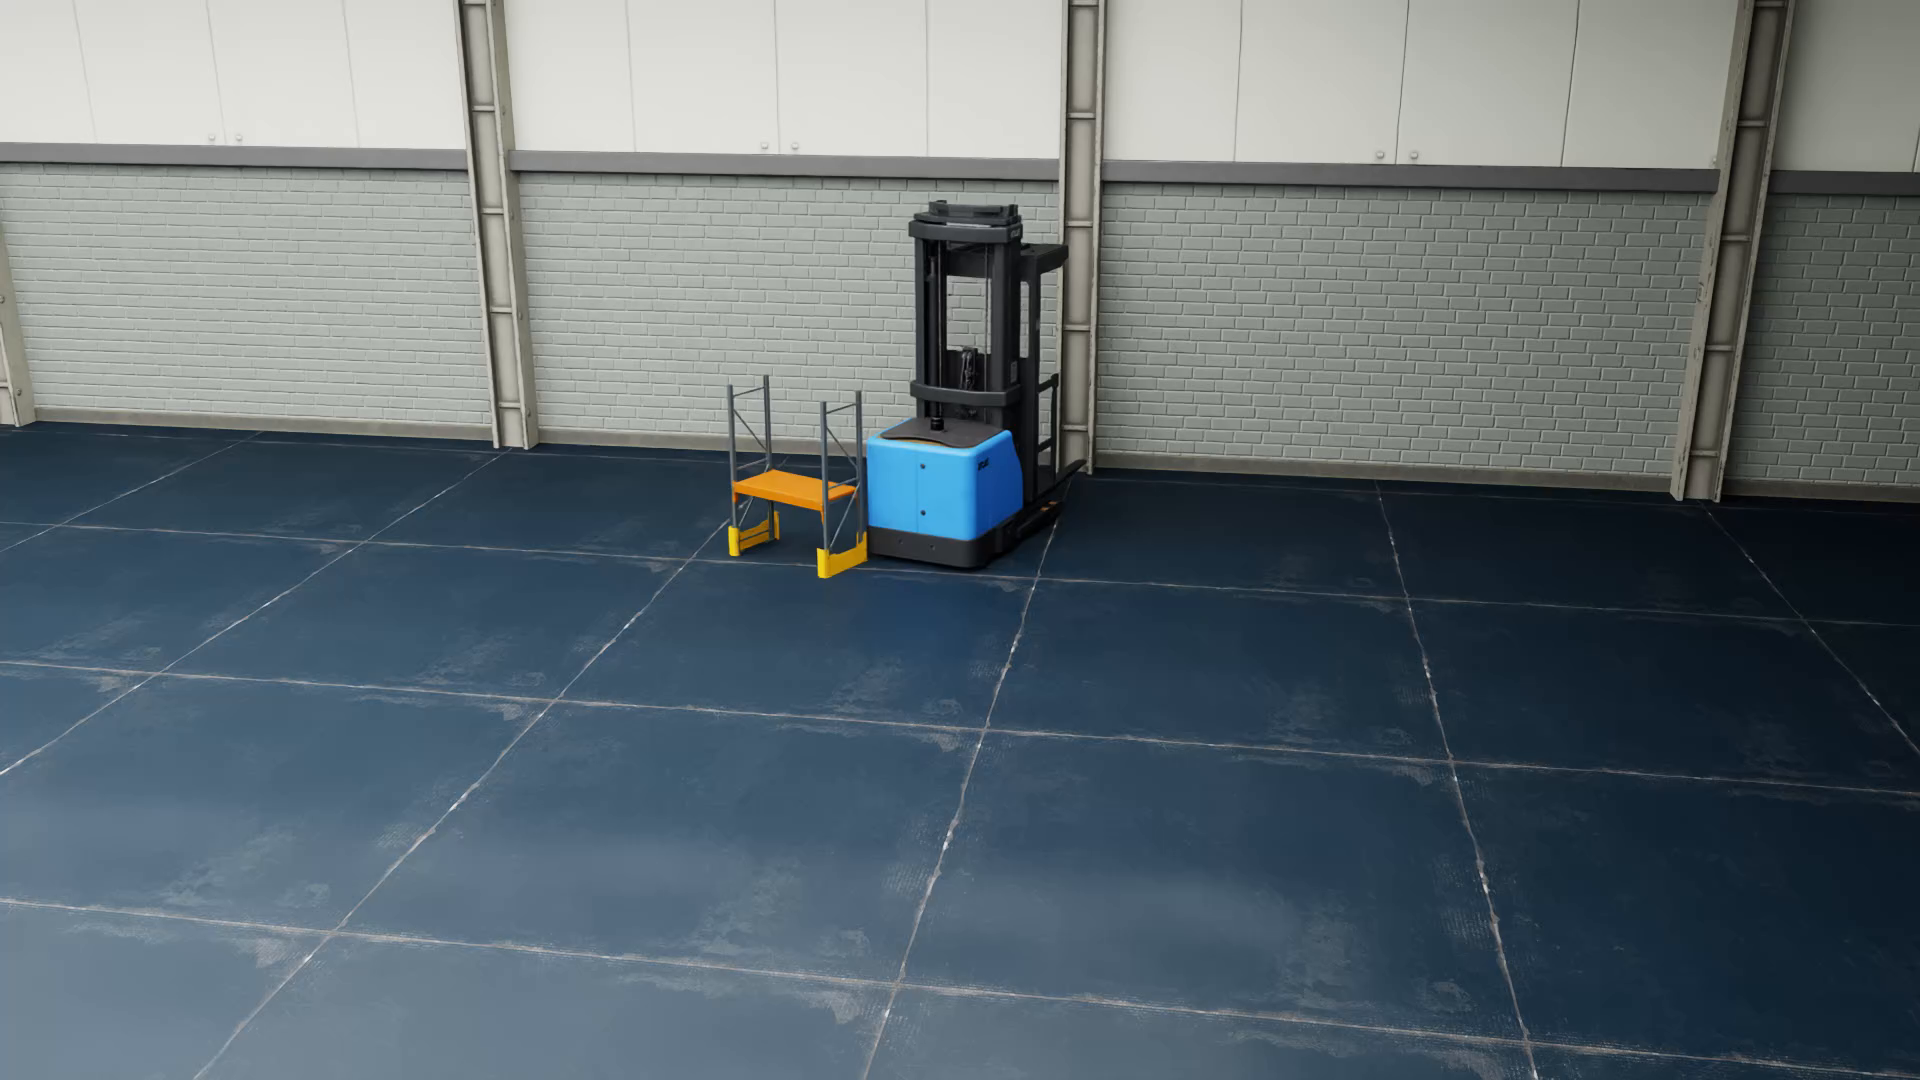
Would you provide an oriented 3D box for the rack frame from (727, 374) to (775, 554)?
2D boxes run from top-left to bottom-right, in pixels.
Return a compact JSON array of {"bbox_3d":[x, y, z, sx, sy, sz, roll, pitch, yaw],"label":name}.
[{"bbox_3d":[-1.804,-0.653,14.390,0.032,1.500,0.500,13,22,33],"label":"rack frame"}]

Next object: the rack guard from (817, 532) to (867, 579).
[{"bbox_3d":[-0.989,0.123,14.043,0.087,0.250,0.587,13,22,33],"label":"rack guard"}]

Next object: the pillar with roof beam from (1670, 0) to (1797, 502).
[{"bbox_3d":[6.407,-3.337,10.594,0.400,9.000,9.100,3,19,9],"label":"pillar with roof beam"}]

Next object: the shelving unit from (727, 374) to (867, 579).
[{"bbox_3d":[-1.396,-0.561,14.117,1.083,1.500,0.587,13,22,33],"label":"shelving unit"}]

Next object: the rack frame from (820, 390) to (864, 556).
[{"bbox_3d":[-0.973,-0.466,13.834,0.032,1.500,0.500,13,22,33],"label":"rack frame"}]

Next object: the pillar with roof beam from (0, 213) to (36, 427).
[{"bbox_3d":[-11.365,-4.243,13.302,0.400,9.000,9.100,3,19,9],"label":"pillar with roof beam"}]

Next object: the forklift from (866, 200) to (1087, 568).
[{"bbox_3d":[0.294,-1.583,14.915,1.130,2.935,3.031,9,20,24],"label":"forklift"}]

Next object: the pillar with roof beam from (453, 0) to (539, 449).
[{"bbox_3d":[-5.441,-3.941,12.399,0.400,9.000,9.100,3,19,9],"label":"pillar with roof beam"}]

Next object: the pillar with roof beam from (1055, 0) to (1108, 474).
[{"bbox_3d":[0.483,-3.639,11.497,0.400,9.000,9.100,3,19,9],"label":"pillar with roof beam"}]

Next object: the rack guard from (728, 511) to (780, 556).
[{"bbox_3d":[-1.803,-0.060,14.587,0.087,0.250,0.587,13,22,33],"label":"rack guard"}]

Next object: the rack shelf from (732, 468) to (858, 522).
[{"bbox_3d":[-1.389,-0.389,14.169,1.000,0.185,0.538,13,22,33],"label":"rack shelf"}]
